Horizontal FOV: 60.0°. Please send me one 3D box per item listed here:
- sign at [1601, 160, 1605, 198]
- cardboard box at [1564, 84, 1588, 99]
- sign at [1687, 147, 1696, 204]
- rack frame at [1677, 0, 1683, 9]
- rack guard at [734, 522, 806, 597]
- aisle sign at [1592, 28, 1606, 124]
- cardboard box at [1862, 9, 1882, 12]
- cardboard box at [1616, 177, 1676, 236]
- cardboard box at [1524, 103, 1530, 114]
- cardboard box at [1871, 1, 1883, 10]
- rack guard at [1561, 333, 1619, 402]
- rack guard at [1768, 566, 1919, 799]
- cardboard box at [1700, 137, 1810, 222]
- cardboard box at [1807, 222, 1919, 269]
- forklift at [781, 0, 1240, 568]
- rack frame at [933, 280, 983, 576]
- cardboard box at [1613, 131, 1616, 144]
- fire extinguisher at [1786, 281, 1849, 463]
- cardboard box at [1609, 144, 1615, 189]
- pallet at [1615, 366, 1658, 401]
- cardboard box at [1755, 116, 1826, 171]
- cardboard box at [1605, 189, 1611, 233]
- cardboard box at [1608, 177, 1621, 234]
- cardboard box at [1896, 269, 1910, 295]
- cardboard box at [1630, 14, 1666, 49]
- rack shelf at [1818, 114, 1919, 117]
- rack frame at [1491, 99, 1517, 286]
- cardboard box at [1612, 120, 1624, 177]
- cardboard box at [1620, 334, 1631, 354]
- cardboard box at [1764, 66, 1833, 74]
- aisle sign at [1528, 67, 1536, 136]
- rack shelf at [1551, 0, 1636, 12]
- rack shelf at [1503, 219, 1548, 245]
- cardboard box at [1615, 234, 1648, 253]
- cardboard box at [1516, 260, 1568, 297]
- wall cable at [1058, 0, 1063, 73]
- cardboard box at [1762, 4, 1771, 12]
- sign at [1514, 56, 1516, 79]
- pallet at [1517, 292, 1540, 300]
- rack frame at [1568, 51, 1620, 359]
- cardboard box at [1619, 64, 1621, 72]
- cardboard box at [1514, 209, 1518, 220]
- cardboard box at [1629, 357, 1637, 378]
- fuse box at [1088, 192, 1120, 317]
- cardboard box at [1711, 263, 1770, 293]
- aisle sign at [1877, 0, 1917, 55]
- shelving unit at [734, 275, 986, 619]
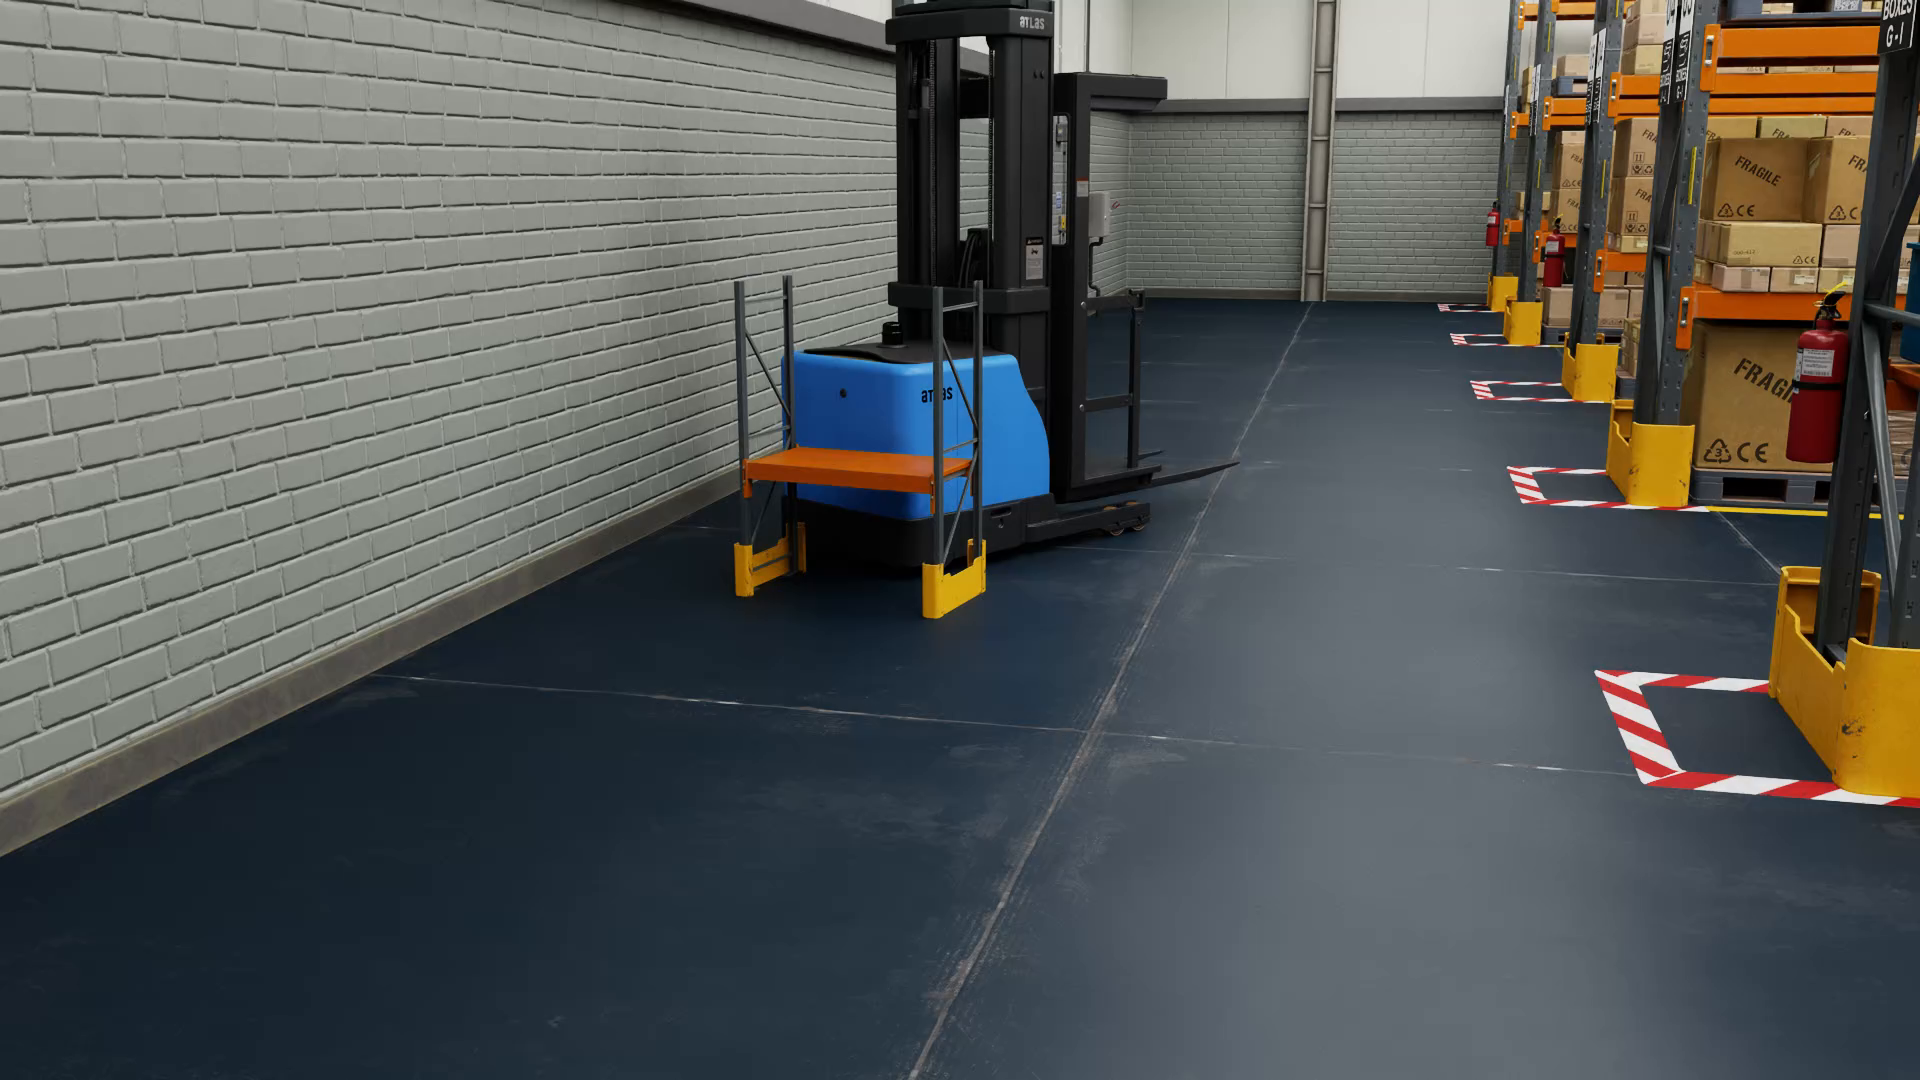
[{"bbox_3d":[5.582,-3.134,14.437,0.005,0.325,0.100,3,13,14],"label":"sign"},{"bbox_3d":[8.850,-6.350,23.663,0.500,0.250,0.500,3,13,15],"label":"cardboard box"},{"bbox_3d":[4.287,-2.133,9.741,0.005,0.325,0.100,3,13,14],"label":"sign"},{"bbox_3d":[4.426,-4.717,9.718,0.127,3.000,1.000,3,13,14],"label":"rack frame"},{"bbox_3d":[-0.936,0.091,8.246,0.087,0.250,0.587,5,14,23],"label":"rack guard"},{"bbox_3d":[5.570,-4.036,14.497,0.004,0.787,0.394,3,13,14],"label":"aisle sign"},{"bbox_3d":[7.562,-4.302,13.966,0.500,0.250,0.500,3,13,11],"label":"cardboard box"},{"bbox_3d":[6.082,-2.939,14.636,0.500,0.500,0.500,4,13,16],"label":"cardboard box"},{"bbox_3d":[8.240,-6.192,23.874,0.250,0.149,0.380,3,13,15],"label":"cardboard box"},{"bbox_3d":[7.714,-4.477,13.836,0.250,0.149,0.380,3,13,13],"label":"cardboard box"},{"bbox_3d":[5.786,-1.602,15.298,0.348,0.500,1.175,3,13,14],"label":"rack guard"},{"bbox_3d":[3.213,0.475,5.937,0.348,0.500,1.175,3,13,14],"label":"rack guard"},{"bbox_3d":[4.962,-2.256,10.406,0.500,0.500,0.500,3,13,14],"label":"cardboard box"},{"bbox_3d":[5.333,-1.753,9.868,0.500,0.250,0.500,3,13,13],"label":"cardboard box"},{"bbox_3d":[0.444,-1.526,9.343,3.031,2.935,1.130,-12,17,-43],"label":"forklift"},{"bbox_3d":[-0.007,-0.431,7.712,0.032,1.500,0.500,5,14,23],"label":"rack frame"},{"bbox_3d":[7.575,-4.613,19.063,0.250,0.149,0.380,3,13,15],"label":"cardboard box"},{"bbox_3d":[3.202,-0.630,6.188,0.183,0.674,0.296,3,13,14],"label":"fire extinguisher"},{"bbox_3d":[7.701,-4.299,19.145,0.500,0.500,0.500,3,13,12],"label":"cardboard box"},{"bbox_3d":[6.566,-1.411,15.106,1.213,0.211,1.003,3,13,14],"label":"pallet"},{"bbox_3d":[7.076,-3.372,14.283,0.500,0.500,0.500,3,13,12],"label":"cardboard box"},{"bbox_3d":[7.695,-3.815,19.274,0.500,0.500,0.500,3,13,13],"label":"cardboard box"},{"bbox_3d":[6.210,-3.051,15.141,0.500,0.500,0.500,3,13,15],"label":"cardboard box"},{"bbox_3d":[5.443,-1.538,9.821,0.250,0.149,0.380,3,13,13],"label":"cardboard box"},{"bbox_3d":[6.086,-4.383,14.331,0.500,0.250,0.500,3,13,14],"label":"cardboard box"},{"bbox_3d":[13.811,-5.718,22.816,4.000,0.370,1.077,3,13,14],"label":"rack shelf"},{"bbox_3d":[7.986,-4.916,24.466,0.127,3.000,1.000,3,13,14],"label":"rack frame"},{"bbox_3d":[6.216,-3.537,15.023,0.500,0.500,0.500,3,13,12],"label":"cardboard box"},{"bbox_3d":[6.293,-1.817,15.424,0.250,0.149,0.380,3,13,12],"label":"cardboard box"},{"bbox_3d":[7.100,-4.088,14.154,0.500,0.250,0.500,3,13,12],"label":"cardboard box"},{"bbox_3d":[6.805,-5.210,19.790,0.004,0.787,0.394,3,13,14],"label":"aisle sign"},{"bbox_3d":[8.742,-6.151,18.765,4.000,0.370,1.077,3,13,14],"label":"rack shelf"},{"bbox_3d":[9.928,-4.461,24.077,4.000,0.370,1.077,3,13,14],"label":"rack shelf"},{"bbox_3d":[5.948,-2.618,14.686,0.250,0.149,0.380,3,13,13],"label":"cardboard box"},{"bbox_3d":[8.557,-3.851,24.458,0.637,0.503,0.797,3,13,11],"label":"cardboard box"},{"bbox_3d":[1.210,-7.037,20.175,0.029,3.000,0.463,3,13,14],"label":"wall cable"},{"bbox_3d":[6.697,-4.532,14.081,0.250,0.149,0.380,3,13,14],"label":"cardboard box"},{"bbox_3d":[7.856,-6.693,23.533,0.005,0.325,0.100,3,13,14],"label":"sign"},{"bbox_3d":[8.834,-3.509,24.565,1.213,0.211,1.003,3,13,14],"label":"pallet"},{"bbox_3d":[5.712,-2.826,15.045,0.127,3.000,1.000,3,13,14],"label":"rack frame"},{"bbox_3d":[7.685,-5.458,19.365,0.250,0.149,0.380,2,13,9],"label":"cardboard box"},{"bbox_3d":[8.372,-4.833,24.671,0.250,0.149,0.380,3,13,13],"label":"cardboard box"},{"bbox_3d":[6.144,-1.545,14.883,0.250,0.149,0.380,3,13,15],"label":"cardboard box"},{"bbox_3d":[1.965,-3.965,23.154,0.414,1.711,0.539,3,13,14],"label":"fuse box"},{"bbox_3d":[4.691,-1.578,9.999,0.250,0.149,0.380,3,13,14],"label":"cardboard box"},{"bbox_3d":[3.239,-2.081,5.686,0.004,0.787,0.394,3,13,14],"label":"aisle sign"},{"bbox_3d":[-0.480,-0.476,7.915,1.083,1.500,0.587,5,14,23],"label":"shelving unit"}]
